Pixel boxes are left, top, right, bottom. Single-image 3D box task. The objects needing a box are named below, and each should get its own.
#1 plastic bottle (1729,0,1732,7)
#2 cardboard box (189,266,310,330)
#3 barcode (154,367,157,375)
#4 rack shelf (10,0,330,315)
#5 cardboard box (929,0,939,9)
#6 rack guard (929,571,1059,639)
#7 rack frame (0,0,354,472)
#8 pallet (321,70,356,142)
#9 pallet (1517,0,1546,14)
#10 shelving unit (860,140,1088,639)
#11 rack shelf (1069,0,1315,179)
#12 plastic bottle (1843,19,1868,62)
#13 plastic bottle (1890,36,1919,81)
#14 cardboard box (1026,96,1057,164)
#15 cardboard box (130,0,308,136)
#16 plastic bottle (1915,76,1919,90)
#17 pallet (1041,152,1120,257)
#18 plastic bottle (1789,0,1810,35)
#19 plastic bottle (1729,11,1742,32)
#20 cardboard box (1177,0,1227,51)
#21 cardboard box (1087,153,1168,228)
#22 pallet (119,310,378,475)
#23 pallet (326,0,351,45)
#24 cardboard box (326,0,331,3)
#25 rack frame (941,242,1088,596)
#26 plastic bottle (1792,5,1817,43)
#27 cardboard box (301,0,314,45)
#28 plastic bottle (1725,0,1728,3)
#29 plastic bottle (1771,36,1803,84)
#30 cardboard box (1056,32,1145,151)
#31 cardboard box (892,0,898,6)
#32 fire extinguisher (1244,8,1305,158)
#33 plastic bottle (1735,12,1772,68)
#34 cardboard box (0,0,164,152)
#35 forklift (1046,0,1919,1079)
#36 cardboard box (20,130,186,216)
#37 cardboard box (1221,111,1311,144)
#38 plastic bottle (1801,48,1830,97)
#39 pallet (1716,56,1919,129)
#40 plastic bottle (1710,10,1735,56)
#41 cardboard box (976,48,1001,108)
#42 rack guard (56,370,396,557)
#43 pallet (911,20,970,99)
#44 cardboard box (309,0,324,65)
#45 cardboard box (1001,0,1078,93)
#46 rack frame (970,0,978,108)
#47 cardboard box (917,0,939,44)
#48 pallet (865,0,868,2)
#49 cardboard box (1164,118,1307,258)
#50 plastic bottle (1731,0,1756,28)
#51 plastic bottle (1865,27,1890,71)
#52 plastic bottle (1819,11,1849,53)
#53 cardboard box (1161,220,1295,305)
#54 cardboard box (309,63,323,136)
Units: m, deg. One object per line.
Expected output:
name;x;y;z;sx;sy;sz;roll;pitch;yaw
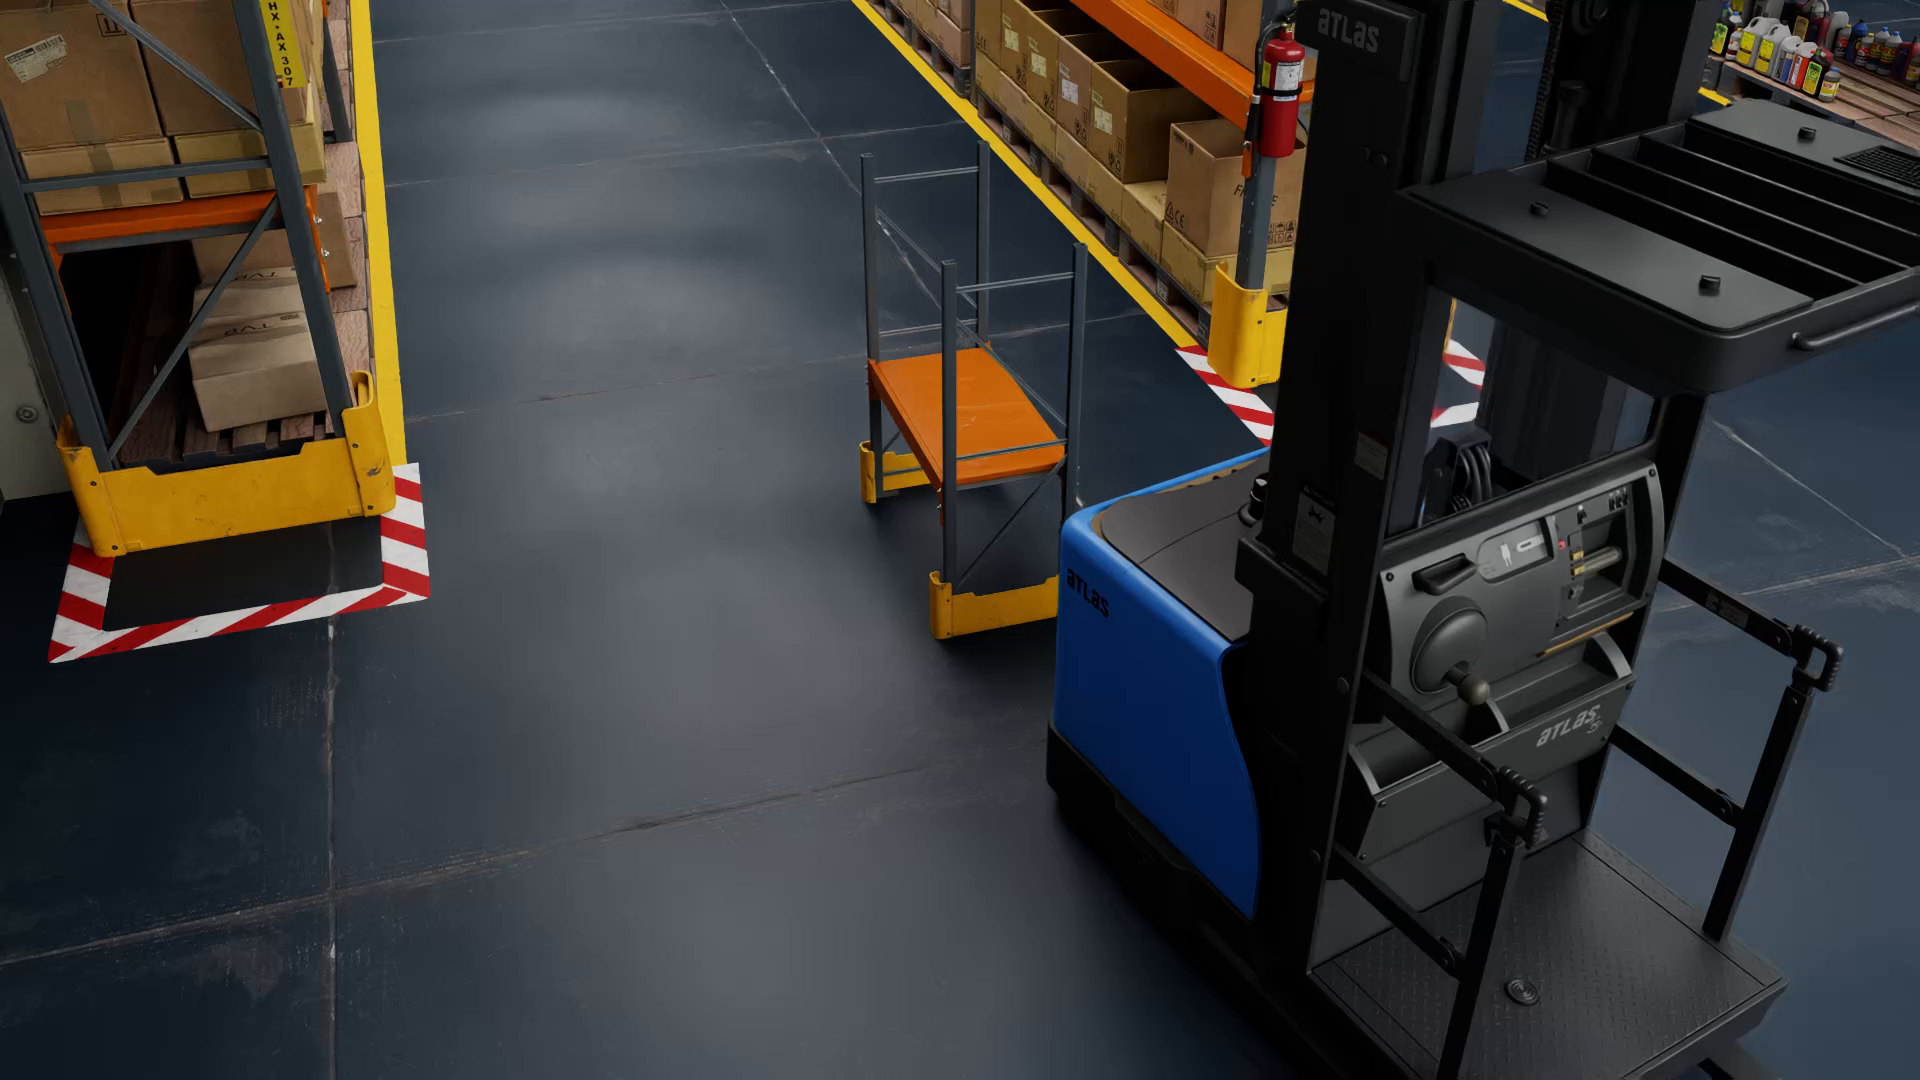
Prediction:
plastic bottle;5.688;-3.965;12.169;0.097;0.201;0.097;0;33;0
cardboard box;-3.234;-1.060;7.674;0.500;0.311;0.500;-7;34;-11
barcode;-3.446;-0.707;7.131;0.001;0.075;0.075;-10;35;-15
rack shelf;-3.545;-2.071;7.816;1.077;0.370;4.000;-10;35;-15
cardboard box;0.001;-3.955;11.618;0.500;0.311;0.500;-9;35;-13
rack guard;0.175;0.197;6.225;0.587;0.250;0.087;-10;35;-15
rack frame;-2.935;-1.321;6.028;1.000;3.000;0.127;-10;35;-15
pallet;-4.394;-2.666;10.593;1.003;0.211;1.213;-10;35;-15
pallet;5.004;-4.330;13.111;1.003;0.211;1.213;-10;35;-15
shelving unit;0.023;-0.586;6.276;0.587;1.500;1.083;-10;35;-15
rack shelf;1.172;-2.906;9.079;1.077;0.370;4.000;-10;35;-15
plastic bottle;6.047;-3.375;11.213;0.097;0.271;0.097;0;33;0
plastic bottle;6.192;-3.164;10.881;0.061;0.283;0.133;-9;35;-14
cardboard box;0.710;-2.463;9.870;0.500;0.250;0.500;-10;35;-15
cardboard box;-2.794;-1.881;6.313;0.500;0.500;0.500;-10;35;-15
plastic bottle;6.244;-3.037;10.700;0.097;0.271;0.097;0;33;0
pallet;1.140;-2.027;9.625;1.003;0.211;1.213;-10;35;-15
plastic bottle;5.899;-3.668;11.646;0.061;0.283;0.133;-8;34;-12
plastic bottle;5.269;-3.469;11.354;0.097;0.271;0.097;0;33;0
cardboard box;1.487;-2.720;8.055;0.700;0.500;0.500;-9;35;-13
cardboard box;1.019;-1.939;9.076;0.500;0.250;0.500;-10;35;-15
pallet;-3.172;-0.630;7.512;1.003;0.211;1.213;-10;35;-15
pallet;-5.138;-3.947;12.532;1.003;0.211;1.213;-10;35;-15
cardboard box;-5.106;-4.293;12.394;0.700;0.500;0.500;-10;35;-14
rack frame;0.181;-0.314;5.865;0.500;1.500;0.032;-10;35;-15
plastic bottle;5.818;-3.547;11.461;0.061;0.283;0.133;-10;35;-15
cardboard box;-3.087;-2.414;7.121;0.500;0.500;0.500;-11;35;-16
plastic bottle;5.269;-3.696;11.626;0.144;0.351;0.185;-10;35;-15
plastic bottle;5.430;-3.135;10.844;0.152;0.276;0.135;-11;35;-16
cardboard box;0.865;-2.514;9.266;0.500;0.500;0.500;-10;35;-15
cardboard box;-0.304;-4.255;12.581;0.500;0.250;0.500;-9;35;-14
fire extinguisher;1.376;-1.984;7.101;0.296;0.674;0.183;-10;35;-15
plastic bottle;5.318;-3.350;11.102;0.144;0.351;0.185;-10;35;-15
cardboard box;-3.281;-1.791;6.178;0.500;0.500;0.500;-10;35;-15
forklift;1.476;0.157;3.854;1.130;2.935;3.031;-18;38;-26
cardboard box;-3.262;-1.480;6.386;0.500;0.250;0.500;-10;35;-14
cardboard box;1.676;-2.078;8.607;0.500;0.500;0.500;-10;35;-15
plastic bottle;5.470;-2.986;10.613;0.061;0.283;0.133;-9;35;-14
pallet;5.821;-2.922;10.981;1.003;0.211;1.213;-10;35;-15
plastic bottle;5.200;-3.451;11.317;0.061;0.283;0.133;-9;34;-13
cardboard box;0.414;-2.990;10.667;0.500;0.250;0.500;-10;35;-15
rack guard;-2.958;-0.318;6.778;1.175;0.500;0.348;-10;35;-15
pallet;0.300;-3.473;11.814;1.003;0.211;1.213;-10;35;-15
cardboard box;-3.255;-2.381;7.750;0.500;0.250;0.500;-10;35;-14
cardboard box;0.565;-3.040;10.062;0.500;0.500;0.500;-10;35;-15
rack frame;0.562;-4.256;10.470;1.000;3.000;0.127;-10;35;-15
cardboard box;0.007;-3.719;11.770;0.500;0.250;0.500;-11;35;-15
pallet;-0.444;-4.754;13.753;1.003;0.211;1.213;-10;35;-15
cardboard box;1.335;-1.728;8.078;0.500;0.500;0.500;-10;35;-15
plastic bottle;5.614;-3.852;11.862;0.144;0.351;0.185;-10;35;-15
plastic bottle;6.109;-3.269;11.052;0.097;0.271;0.097;0;33;0
plastic bottle;5.954;-3.488;11.380;0.152;0.276;0.135;-9;35;-14
cardboard box;1.337;-1.416;8.285;0.500;0.250;0.500;-10;35;-15
cardboard box;-2.953;-1.847;6.942;0.500;0.250;0.500;-11;35;-16
